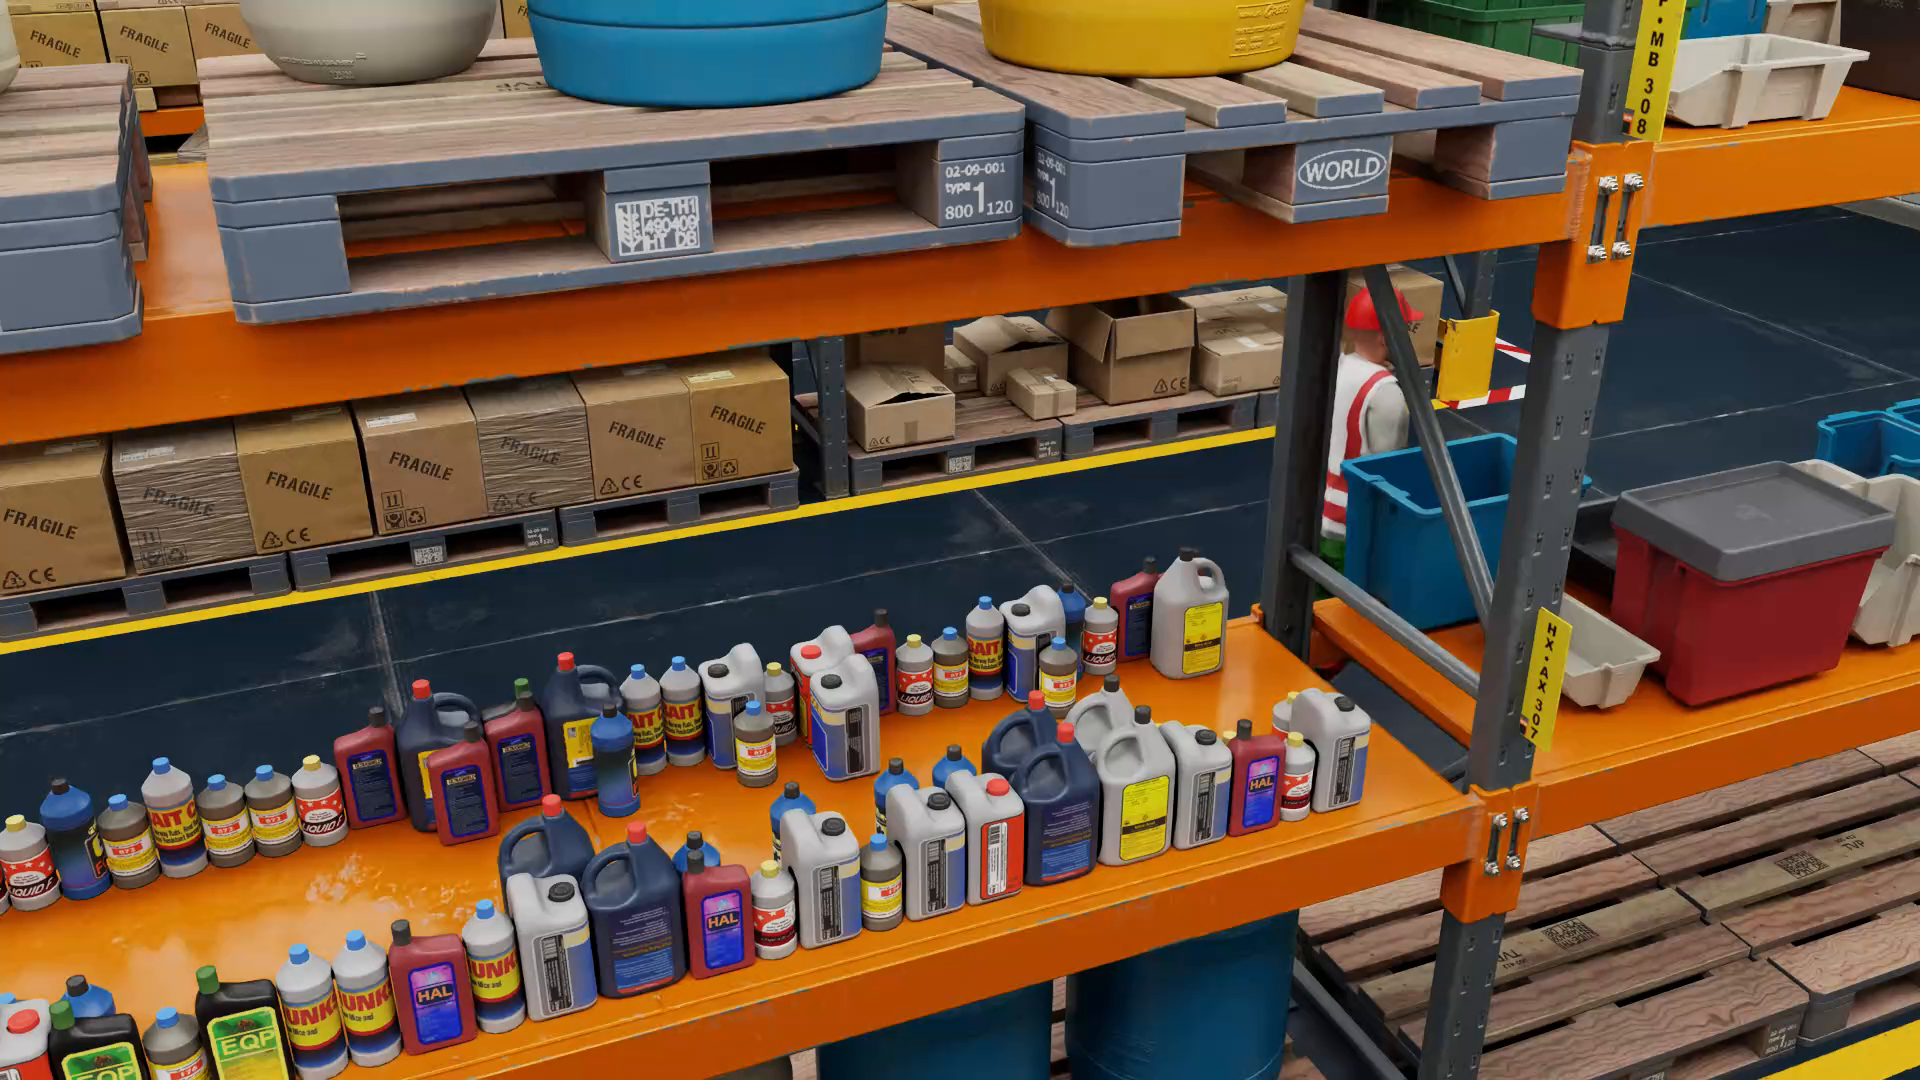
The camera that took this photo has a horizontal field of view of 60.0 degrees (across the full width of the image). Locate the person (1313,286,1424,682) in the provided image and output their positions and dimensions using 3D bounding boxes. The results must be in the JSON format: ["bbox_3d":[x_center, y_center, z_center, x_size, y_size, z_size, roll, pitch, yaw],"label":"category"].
[{"bbox_3d":[1.360,-0.046,6.145,0.665,1.776,0.601,-12,28,-24],"label":"person"}]
